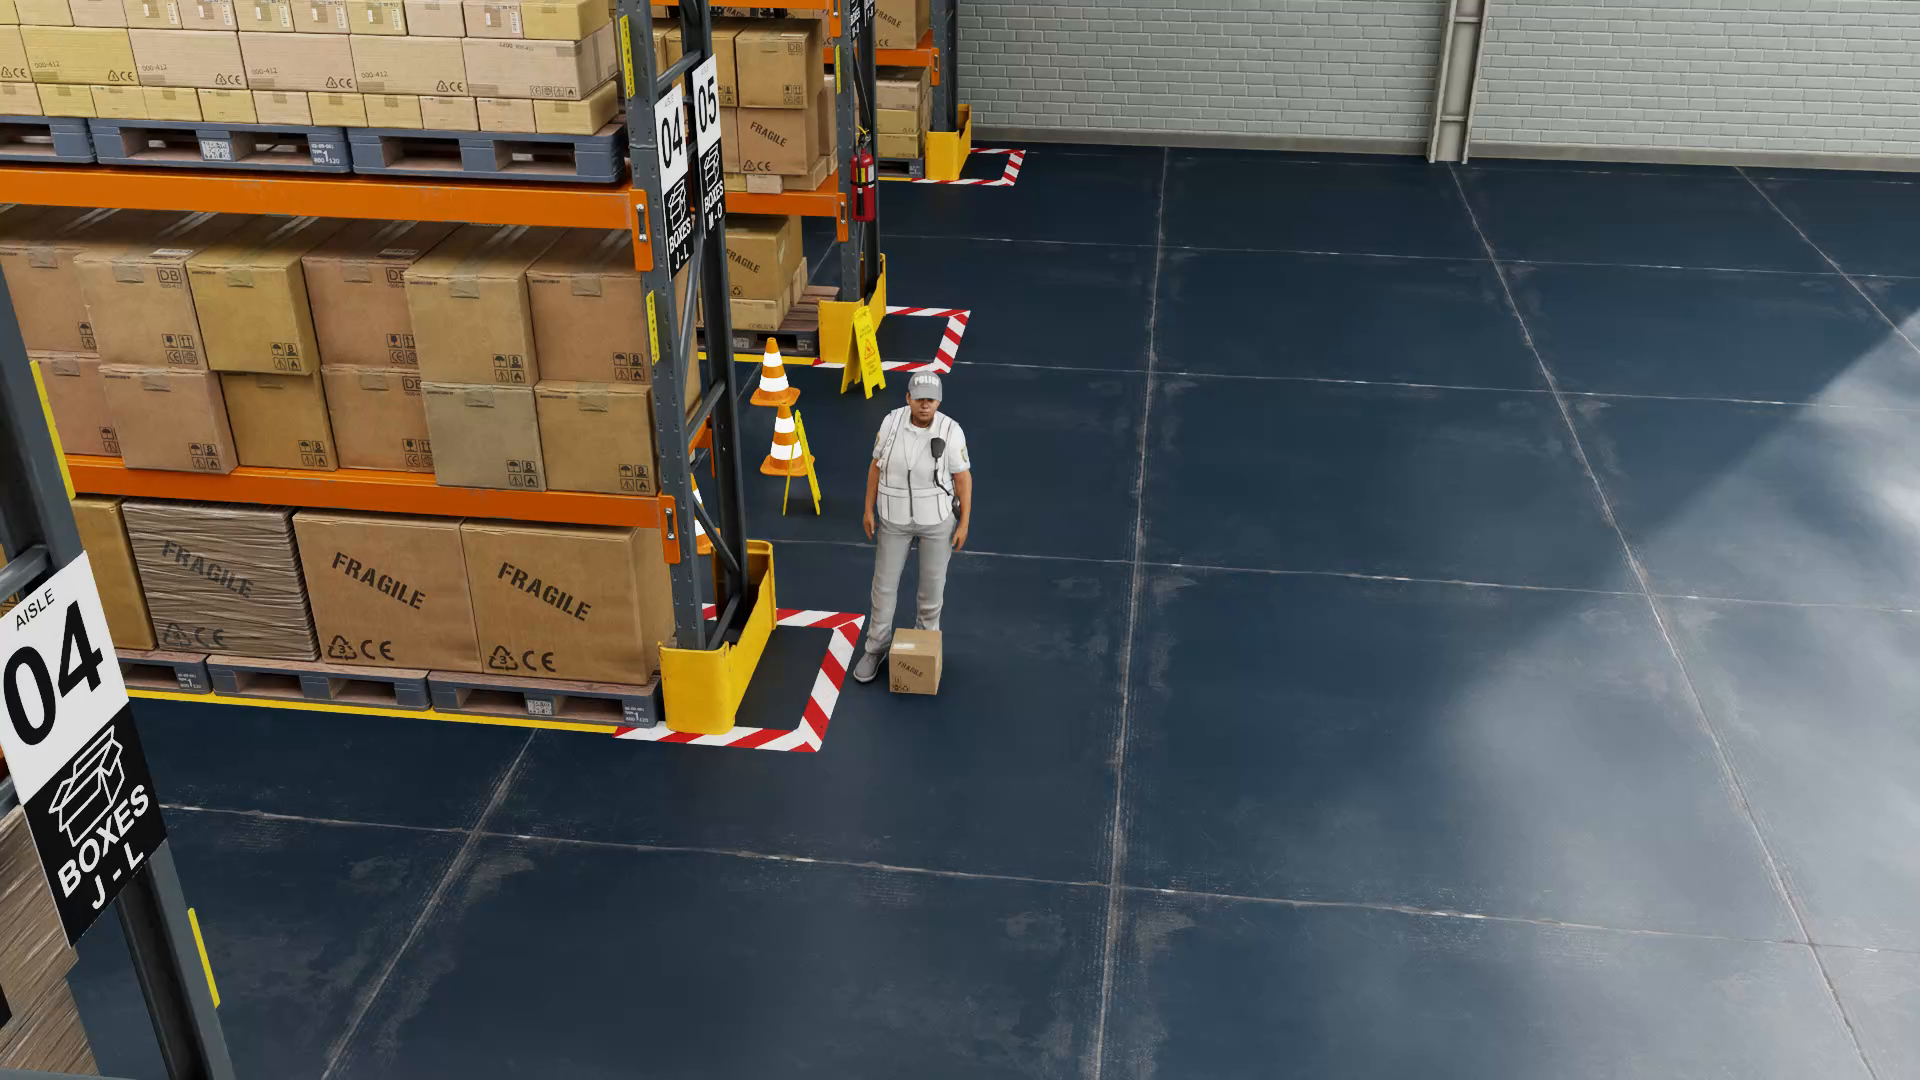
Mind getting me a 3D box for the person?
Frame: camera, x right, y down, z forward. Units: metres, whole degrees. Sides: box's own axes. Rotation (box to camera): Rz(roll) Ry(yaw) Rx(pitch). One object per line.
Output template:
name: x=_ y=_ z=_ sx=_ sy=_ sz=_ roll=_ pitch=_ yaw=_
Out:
person: x=-0.252 y=-0.071 z=8.729 sx=0.598 sy=1.670 sz=0.529 roll=4 pitch=29 yaw=7
